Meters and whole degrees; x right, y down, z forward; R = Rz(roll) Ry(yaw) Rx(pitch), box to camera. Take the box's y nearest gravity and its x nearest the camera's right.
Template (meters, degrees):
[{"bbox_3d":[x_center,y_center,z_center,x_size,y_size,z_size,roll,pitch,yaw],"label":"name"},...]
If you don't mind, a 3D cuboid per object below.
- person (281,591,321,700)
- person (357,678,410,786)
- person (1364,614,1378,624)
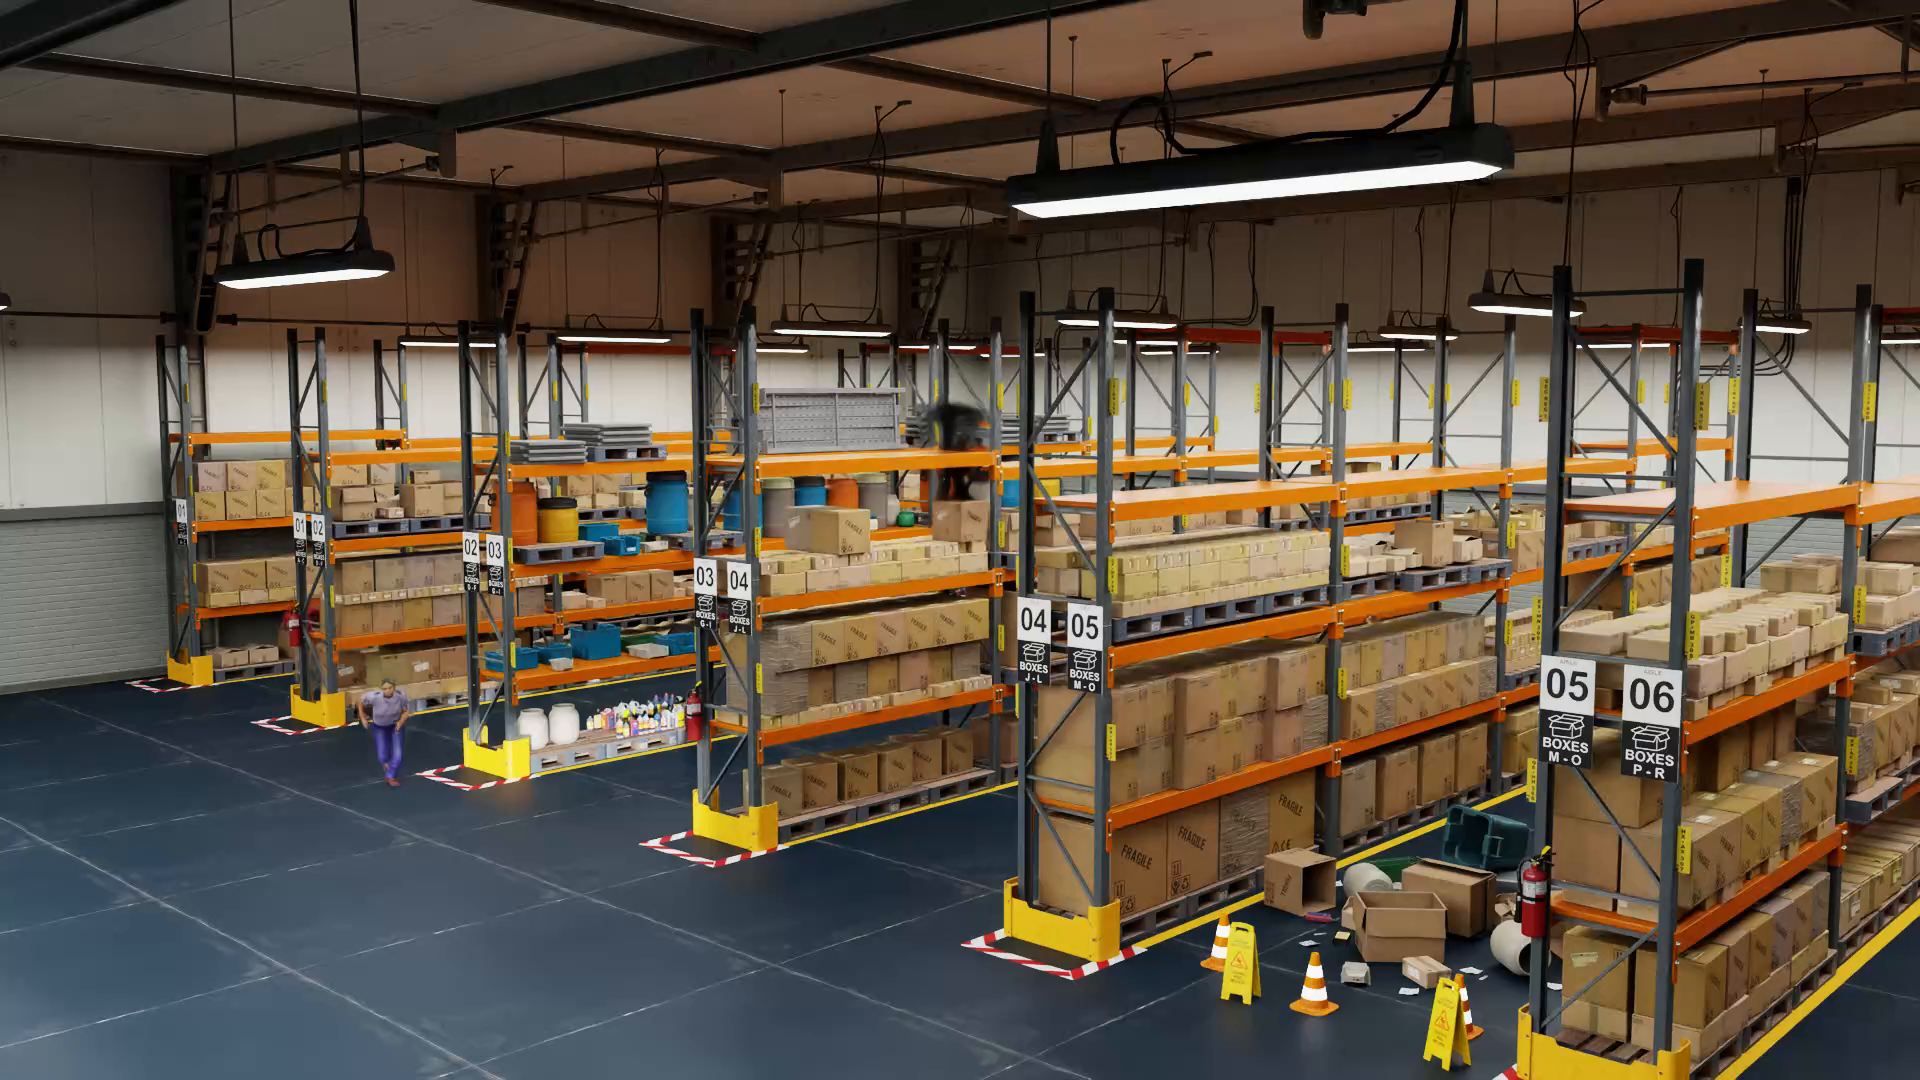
[{"bbox_3d":[-10.882,1.720,27.538,0.613,1.792,0.890,2,6,24],"label":"person"},{"bbox_3d":[-7.362,2.448,21.277,0.634,1.472,0.773,-2,6,-21],"label":"person"},{"bbox_3d":[6.451,1.940,26.019,0.469,1.636,0.822,4,7,37],"label":"person"}]
